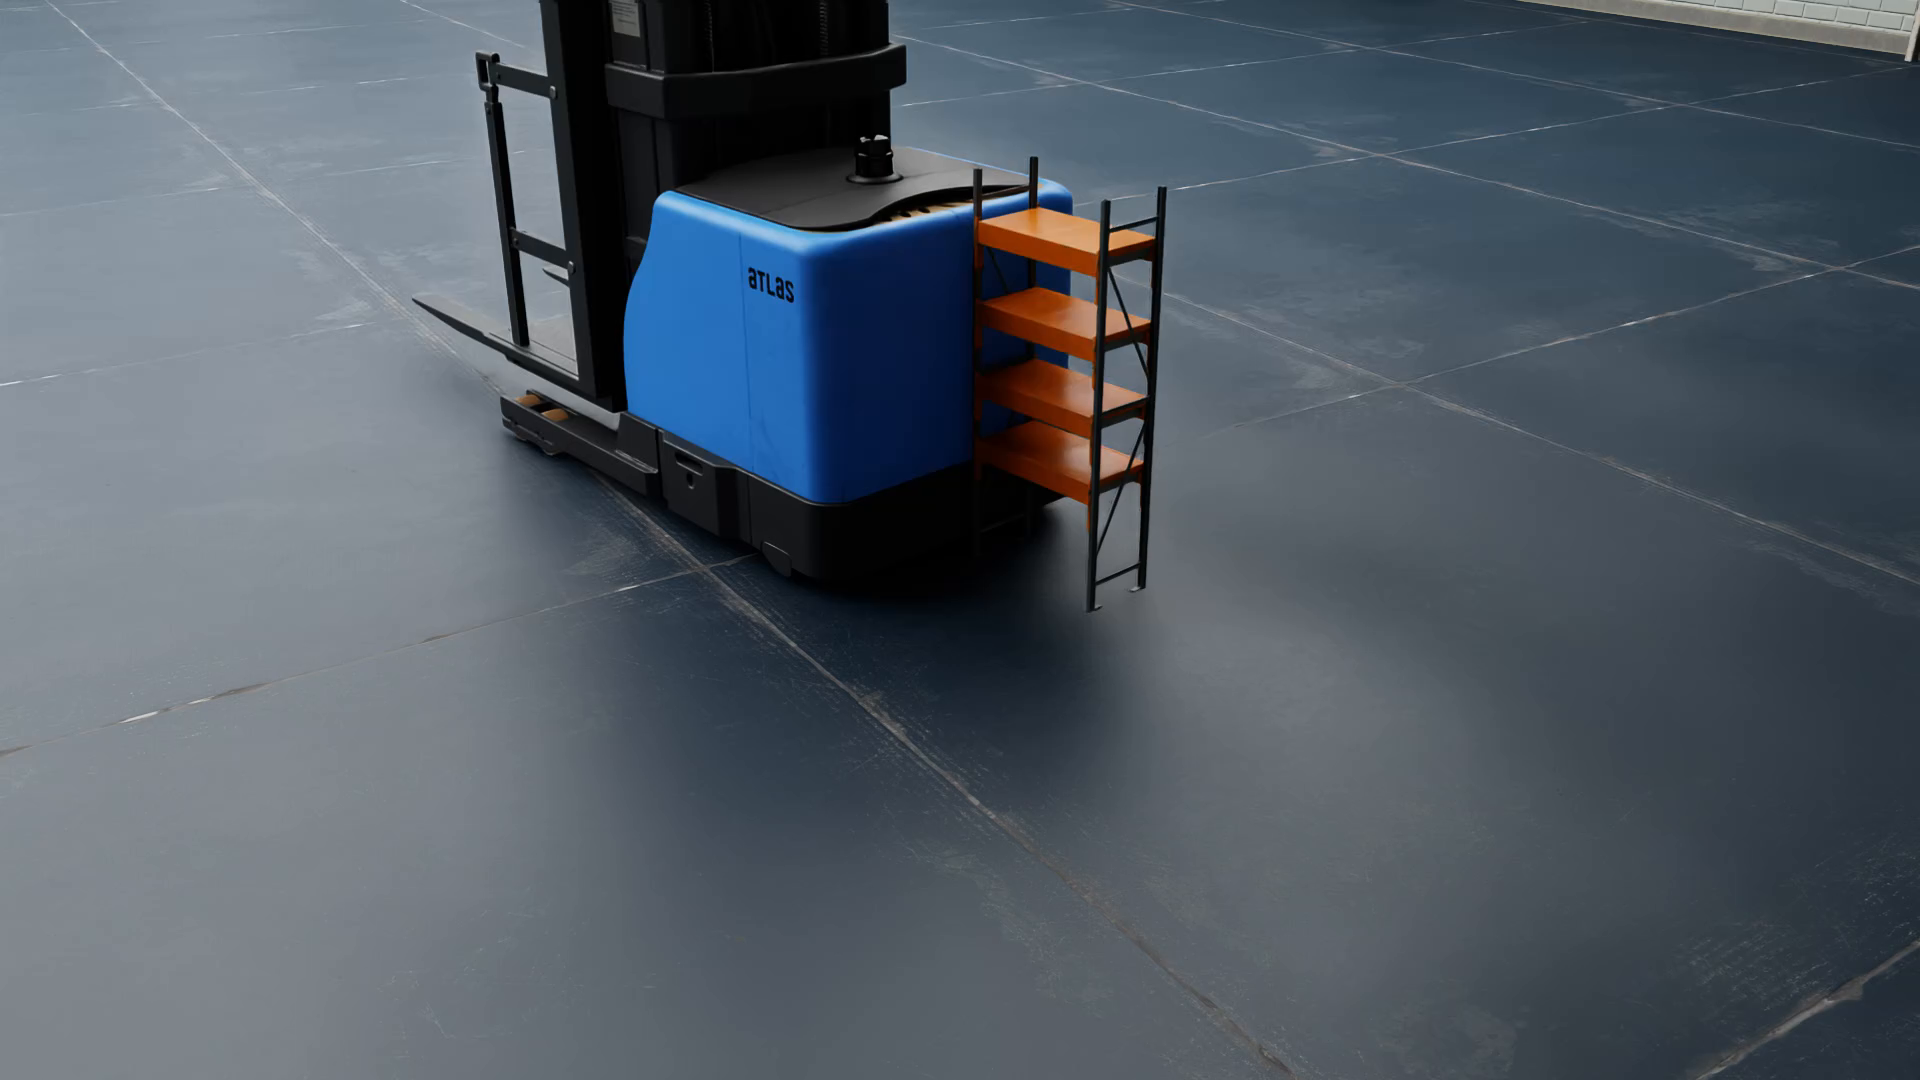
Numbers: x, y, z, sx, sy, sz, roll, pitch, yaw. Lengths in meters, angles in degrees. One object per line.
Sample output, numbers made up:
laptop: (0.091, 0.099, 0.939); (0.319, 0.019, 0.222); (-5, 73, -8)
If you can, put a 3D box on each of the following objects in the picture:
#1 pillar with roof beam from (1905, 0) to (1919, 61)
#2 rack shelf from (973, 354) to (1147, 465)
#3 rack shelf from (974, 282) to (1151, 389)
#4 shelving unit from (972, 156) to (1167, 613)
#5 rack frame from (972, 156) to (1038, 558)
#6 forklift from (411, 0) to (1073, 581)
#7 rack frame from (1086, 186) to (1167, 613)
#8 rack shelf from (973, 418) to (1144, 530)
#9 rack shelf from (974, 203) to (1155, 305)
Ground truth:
pillar with roof beam: (4.293, -6.924, 9.377); (9.100, 9.000, 0.400); (-16, 29, -30)
rack shelf: (0.294, -0.384, 4.816); (0.258, 0.148, 0.480); (-21, 33, -37)
rack shelf: (0.294, -0.587, 4.721); (0.258, 0.148, 0.480); (-21, 33, -37)
shelving unit: (0.294, -0.445, 4.787); (0.258, 1.200, 0.503); (-21, 33, -37)
rack frame: (0.131, -0.522, 4.951); (0.240, 1.200, 0.015); (-21, 33, -37)
forklift: (-1.004, -1.751, 5.526); (1.130, 2.935, 3.031); (-21, 33, -37)
rack frame: (0.458, -0.368, 4.624); (0.240, 1.200, 0.015); (-21, 33, -37)
rack shelf: (0.294, -0.205, 4.901); (0.258, 0.148, 0.480); (-21, 33, -37)
rack shelf: (0.294, -0.800, 4.620); (0.258, 0.148, 0.480); (-21, 33, -37)
